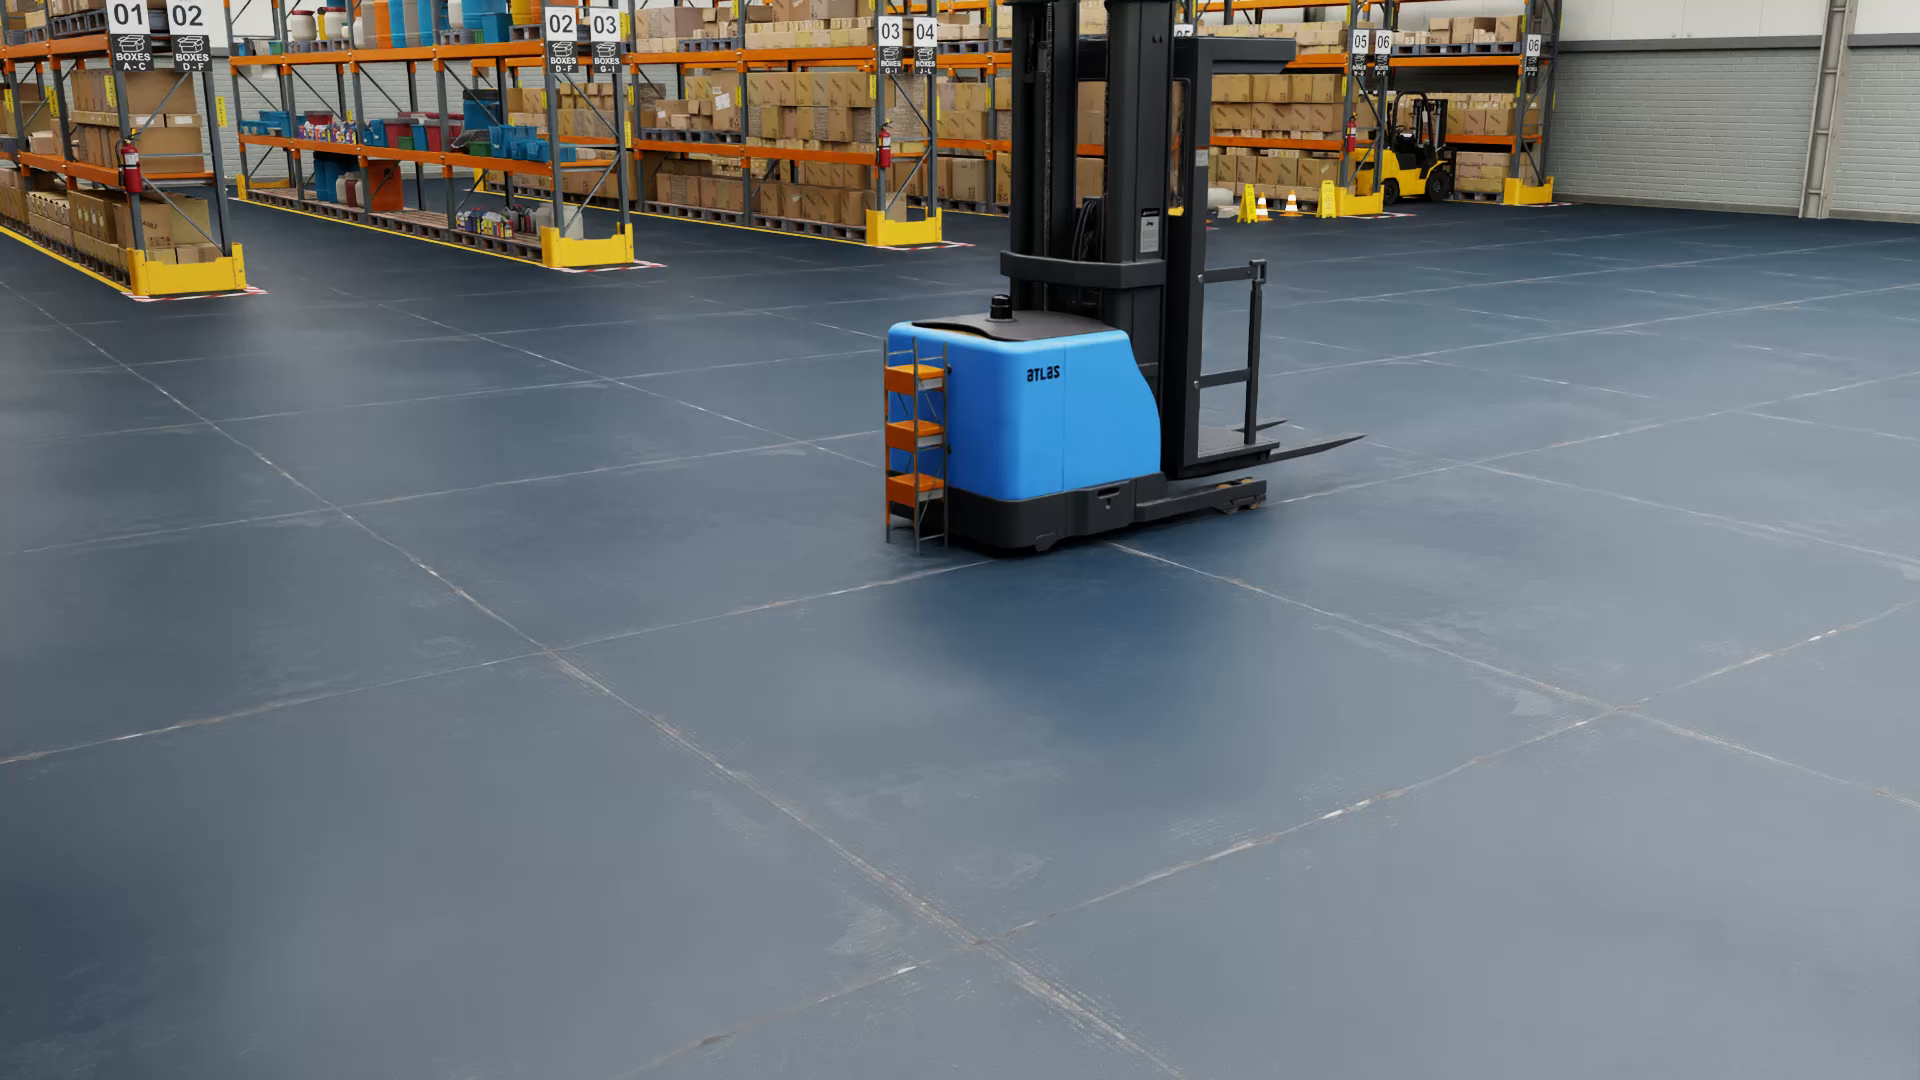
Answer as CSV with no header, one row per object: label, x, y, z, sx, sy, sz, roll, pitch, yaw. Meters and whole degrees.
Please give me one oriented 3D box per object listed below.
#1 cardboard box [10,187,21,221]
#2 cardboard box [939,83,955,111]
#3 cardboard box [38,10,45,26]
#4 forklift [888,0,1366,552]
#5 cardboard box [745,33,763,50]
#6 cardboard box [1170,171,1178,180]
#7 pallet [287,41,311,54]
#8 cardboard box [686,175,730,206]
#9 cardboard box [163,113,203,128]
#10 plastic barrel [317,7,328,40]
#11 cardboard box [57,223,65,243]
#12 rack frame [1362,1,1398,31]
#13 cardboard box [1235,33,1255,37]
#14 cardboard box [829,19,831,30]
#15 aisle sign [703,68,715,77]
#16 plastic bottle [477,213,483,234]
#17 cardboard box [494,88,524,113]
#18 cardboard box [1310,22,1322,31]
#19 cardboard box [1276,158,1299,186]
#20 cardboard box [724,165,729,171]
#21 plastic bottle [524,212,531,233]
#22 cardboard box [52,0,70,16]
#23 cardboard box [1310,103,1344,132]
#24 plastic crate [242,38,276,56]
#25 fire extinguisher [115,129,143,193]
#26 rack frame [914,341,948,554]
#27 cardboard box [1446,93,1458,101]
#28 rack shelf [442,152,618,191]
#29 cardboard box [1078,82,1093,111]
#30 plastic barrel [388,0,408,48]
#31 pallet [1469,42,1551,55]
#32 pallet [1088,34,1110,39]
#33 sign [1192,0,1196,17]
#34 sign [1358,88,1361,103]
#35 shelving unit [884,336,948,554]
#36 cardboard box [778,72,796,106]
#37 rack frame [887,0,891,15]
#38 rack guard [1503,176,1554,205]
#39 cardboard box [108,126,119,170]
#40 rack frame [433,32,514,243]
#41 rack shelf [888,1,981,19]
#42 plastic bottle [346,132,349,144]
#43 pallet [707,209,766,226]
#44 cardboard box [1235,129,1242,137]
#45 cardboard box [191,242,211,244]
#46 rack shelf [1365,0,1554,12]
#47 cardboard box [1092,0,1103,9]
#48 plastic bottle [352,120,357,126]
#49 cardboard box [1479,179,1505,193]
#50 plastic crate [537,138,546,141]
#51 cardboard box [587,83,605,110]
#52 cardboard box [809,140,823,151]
cardboard box,-14.541,-5.283,26.098,0.500,0.500,0.500,-12,19,-37
cardboard box,0.043,-8.287,31.088,0.700,0.500,0.500,-11,19,-34
cardboard box,-12.535,-7.259,23.221,0.500,0.250,0.500,-11,19,-36
forklift,1.074,-1.650,9.052,3.031,2.935,1.130,-12,19,-38
cardboard box,-3.073,-7.924,26.448,0.500,0.250,0.500,-12,19,-37
cardboard box,4.575,-7.270,33.640,0.950,0.372,0.625,-11,19,-34
pallet,-11.301,-8.828,29.826,1.213,0.211,1.003,-11,19,-35
cardboard box,-4.397,-6.170,29.338,0.700,0.500,0.500,-9,18,-30
cardboard box,-8.850,-4.773,18.914,0.380,0.149,0.250,-11,19,-35
plastic barrel,-11.140,-9.202,29.680,0.600,0.588,0.600,0,15,0
cardboard box,-11.920,-4.177,22.567,0.500,0.250,0.500,-11,19,-35
rack frame,8.898,-11.888,34.966,1.000,3.000,0.127,-11,19,-35
cardboard box,5.517,-9.387,31.231,0.500,0.250,0.500,-11,19,-34
cardboard box,-1.714,-7.646,24.677,0.380,0.149,0.250,-11,19,-34
aisle sign,-5.915,-11.312,39.300,0.394,0.787,0.004,-11,19,-35
plastic bottle,-6.824,-4.500,23.647,0.061,0.283,0.133,-10,18,-32
cardboard box,-9.519,-9.320,35.246,0.500,0.500,0.500,-11,19,-36
cardboard box,6.514,-9.219,29.860,0.380,0.149,0.250,-11,19,-35
cardboard box,6.246,-6.849,30.911,0.500,0.500,0.500,-10,18,-33
cardboard box,-5.195,-8.545,38.154,0.380,0.149,0.250,-10,18,-32
plastic bottle,-6.216,-4.564,23.881,0.061,0.283,0.133,-11,19,-35
cardboard box,-10.745,-6.559,20.283,0.500,0.311,0.500,-12,19,-38
cardboard box,6.695,-7.634,30.034,0.500,0.500,0.500,-11,19,-36
plastic crate,-13.517,-9.527,32.138,0.504,0.338,0.767,-11,19,-35
fire extinguisher,-9.100,-4.160,18.239,0.296,0.674,0.183,-11,19,-35
rack frame,-0.142,-0.452,8.237,0.200,1.050,0.008,-12,20,-38
cardboard box,10.038,-8.946,33.598,0.380,0.149,0.250,-10,18,-33
rack shelf,-5.961,-5.143,23.046,1.077,0.370,4.000,-11,19,-35
cardboard box,2.489,-7.502,27.973,0.875,0.550,0.550,-11,19,-35
plastic barrel,-8.381,-7.959,25.343,0.600,0.901,0.708,-11,19,-35
pallet,10.855,-9.700,32.820,1.003,0.211,1.213,-11,19,-35
pallet,2.848,-8.140,27.122,1.003,0.211,1.213,-11,19,-35
sign,3.745,-8.571,26.722,0.100,0.325,0.005,-11,19,-35
sign,8.465,-9.429,35.301,0.100,0.325,0.005,-11,19,-35
shelving unit,-0.220,-0.477,8.329,0.215,1.050,0.252,-12,20,-38
cardboard box,-2.483,-7.010,25.861,0.500,0.500,0.500,-11,19,-35
rack frame,-2.170,-13.680,41.511,1.000,3.000,0.127,-11,19,-35
rack guard,11.264,-6.930,32.949,1.175,0.500,0.348,-11,19,-35
cardboard box,-9.658,-4.663,19.740,0.700,0.500,0.500,-11,19,-34
rack frame,-7.137,-5.917,24.511,1.000,3.000,0.127,-11,19,-35
rack shelf,-0.994,-12.713,40.098,1.077,0.370,4.000,-11,19,-35
plastic bottle,-10.318,-6.793,28.088,0.097,0.201,0.097,0,15,0
pallet,-3.590,-5.506,28.295,1.003,0.211,1.213,-11,19,-35
cardboard box,5.482,-7.777,31.785,0.380,0.149,0.250,-11,19,-35
cardboard box,-9.226,-3.426,19.825,0.500,0.250,0.500,-11,19,-35
rack shelf,10.074,-10.921,33.554,1.077,0.370,4.000,-11,19,-35
cardboard box,2.370,-8.723,27.064,0.380,0.149,0.250,-10,18,-34
plastic bottle,-10.927,-7.416,30.084,0.144,0.351,0.185,-11,19,-35
cardboard box,10.718,-7.068,33.132,0.500,0.250,0.500,-11,19,-34
plastic crate,-6.267,-5.651,23.822,0.499,0.251,0.616,-11,19,-35
cardboard box,-6.680,-8.512,31.904,0.797,0.503,0.637,-10,18,-33
cardboard box,-2.080,-6.043,25.449,0.380,0.149,0.250,-11,19,-35
